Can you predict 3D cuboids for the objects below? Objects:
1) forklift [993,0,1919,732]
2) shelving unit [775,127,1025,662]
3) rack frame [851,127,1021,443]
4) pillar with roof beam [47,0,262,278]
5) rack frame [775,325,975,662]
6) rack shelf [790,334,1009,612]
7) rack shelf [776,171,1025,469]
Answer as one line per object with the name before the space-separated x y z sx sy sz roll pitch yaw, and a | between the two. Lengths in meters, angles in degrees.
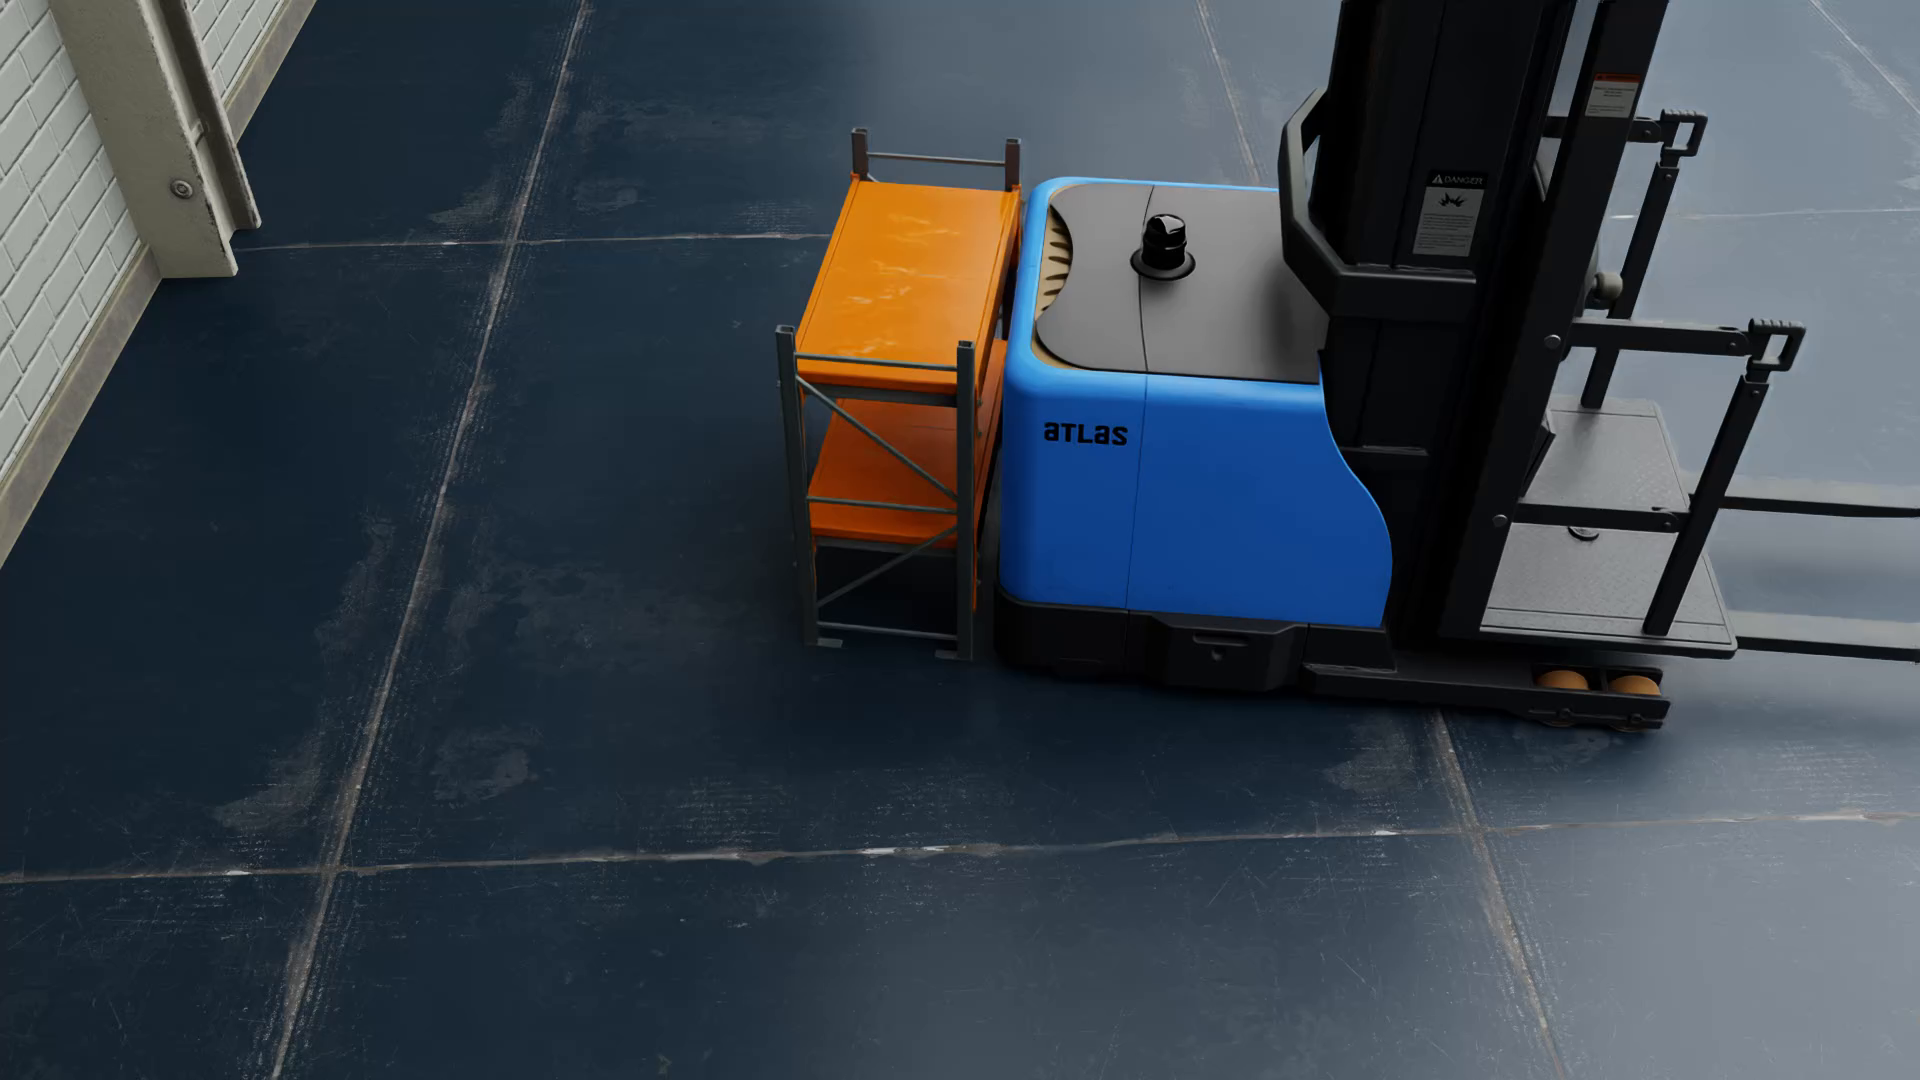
forklift | 1.648 -0.922 4.087 3.031 2.935 1.130 4 43 4
shelving unit | -0.141 -0.432 4.888 0.538 1.125 1.048 5 43 6
rack frame | -0.070 -0.772 5.259 0.500 1.125 0.032 5 43 6
pillar with roof beam | 1.368 -4.577 3.584 9.100 9.000 0.400 -2 43 -2
rack frame | -0.211 -0.092 4.517 0.500 1.125 0.032 5 43 6
rack shelf | -0.140 -0.251 5.053 0.538 0.278 1.000 5 43 6
rack shelf | -0.141 -0.647 4.690 0.538 0.278 1.000 5 43 6
